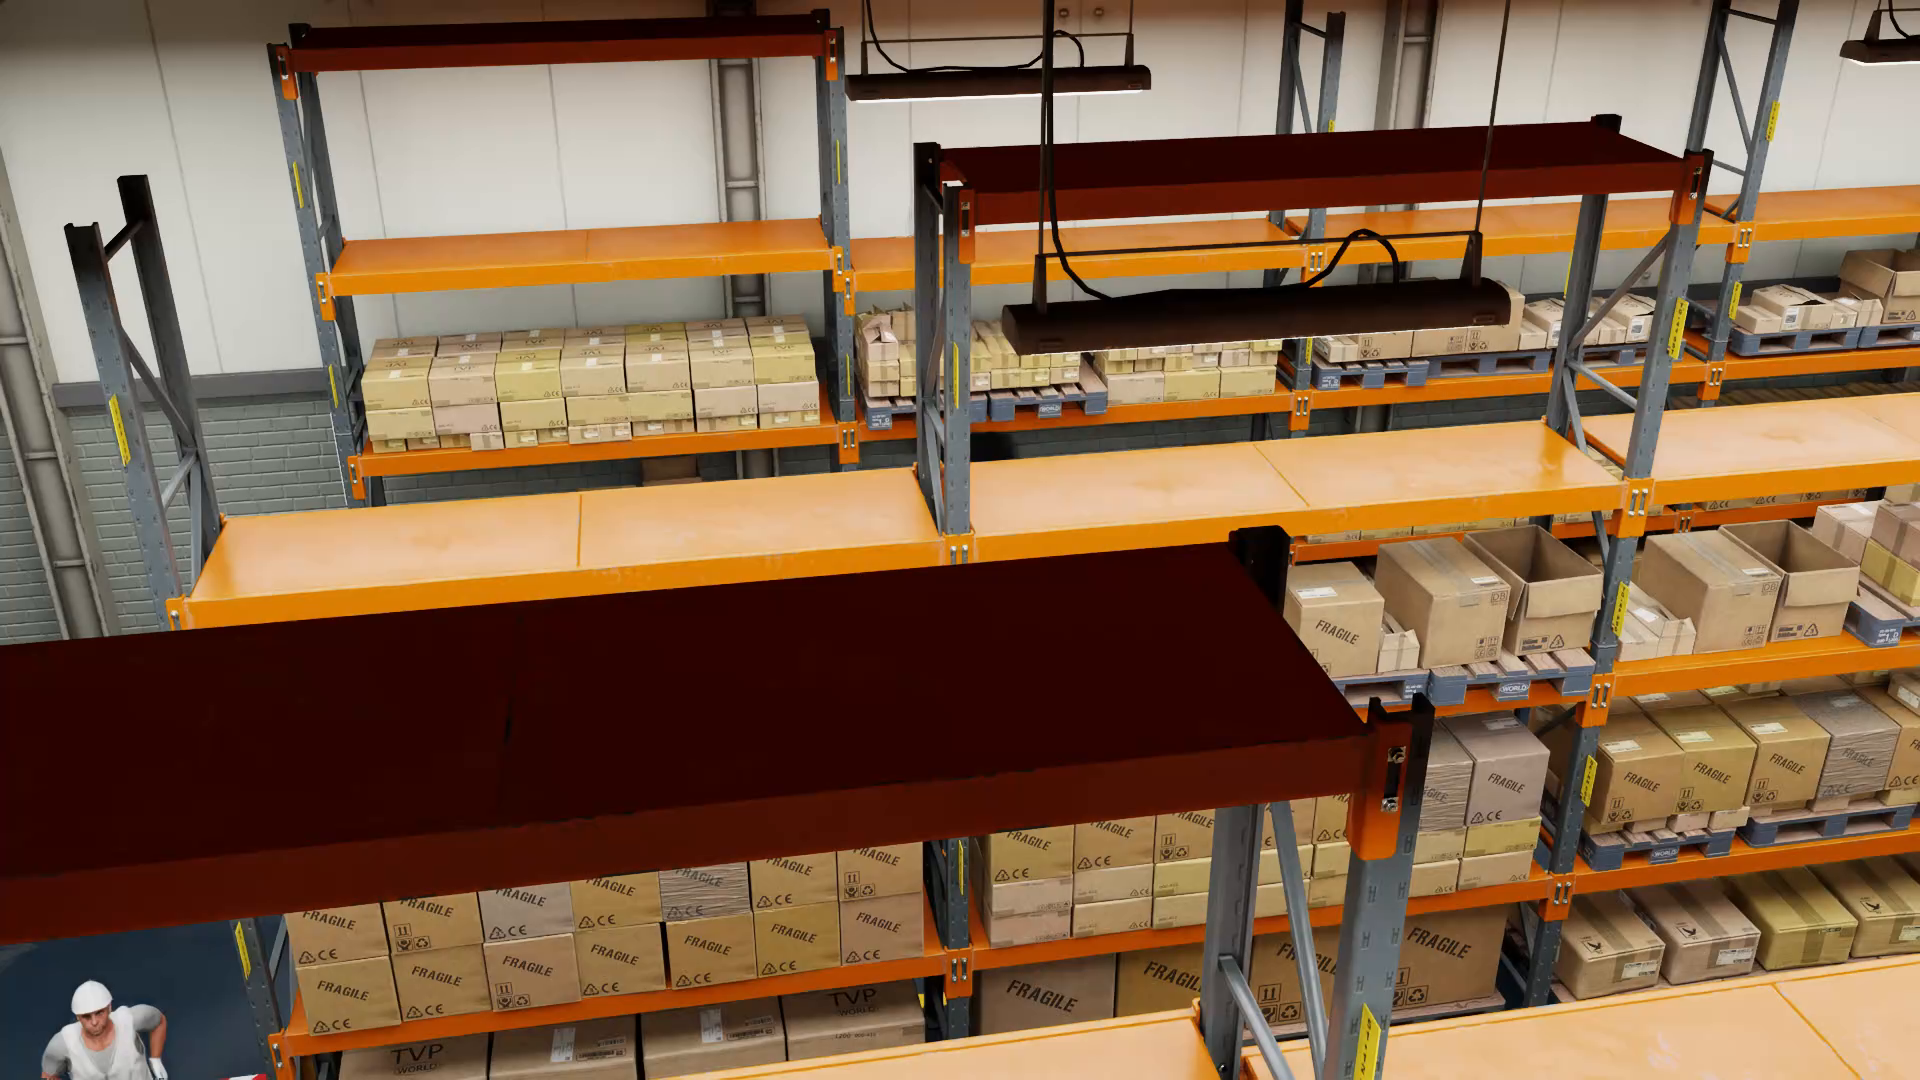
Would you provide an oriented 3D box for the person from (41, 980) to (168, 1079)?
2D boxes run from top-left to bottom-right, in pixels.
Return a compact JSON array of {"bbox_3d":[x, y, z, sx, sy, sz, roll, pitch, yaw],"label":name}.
[{"bbox_3d":[-4.831,3.247,9.519,0.627,1.822,0.896,-8,27,-16],"label":"person"}]
